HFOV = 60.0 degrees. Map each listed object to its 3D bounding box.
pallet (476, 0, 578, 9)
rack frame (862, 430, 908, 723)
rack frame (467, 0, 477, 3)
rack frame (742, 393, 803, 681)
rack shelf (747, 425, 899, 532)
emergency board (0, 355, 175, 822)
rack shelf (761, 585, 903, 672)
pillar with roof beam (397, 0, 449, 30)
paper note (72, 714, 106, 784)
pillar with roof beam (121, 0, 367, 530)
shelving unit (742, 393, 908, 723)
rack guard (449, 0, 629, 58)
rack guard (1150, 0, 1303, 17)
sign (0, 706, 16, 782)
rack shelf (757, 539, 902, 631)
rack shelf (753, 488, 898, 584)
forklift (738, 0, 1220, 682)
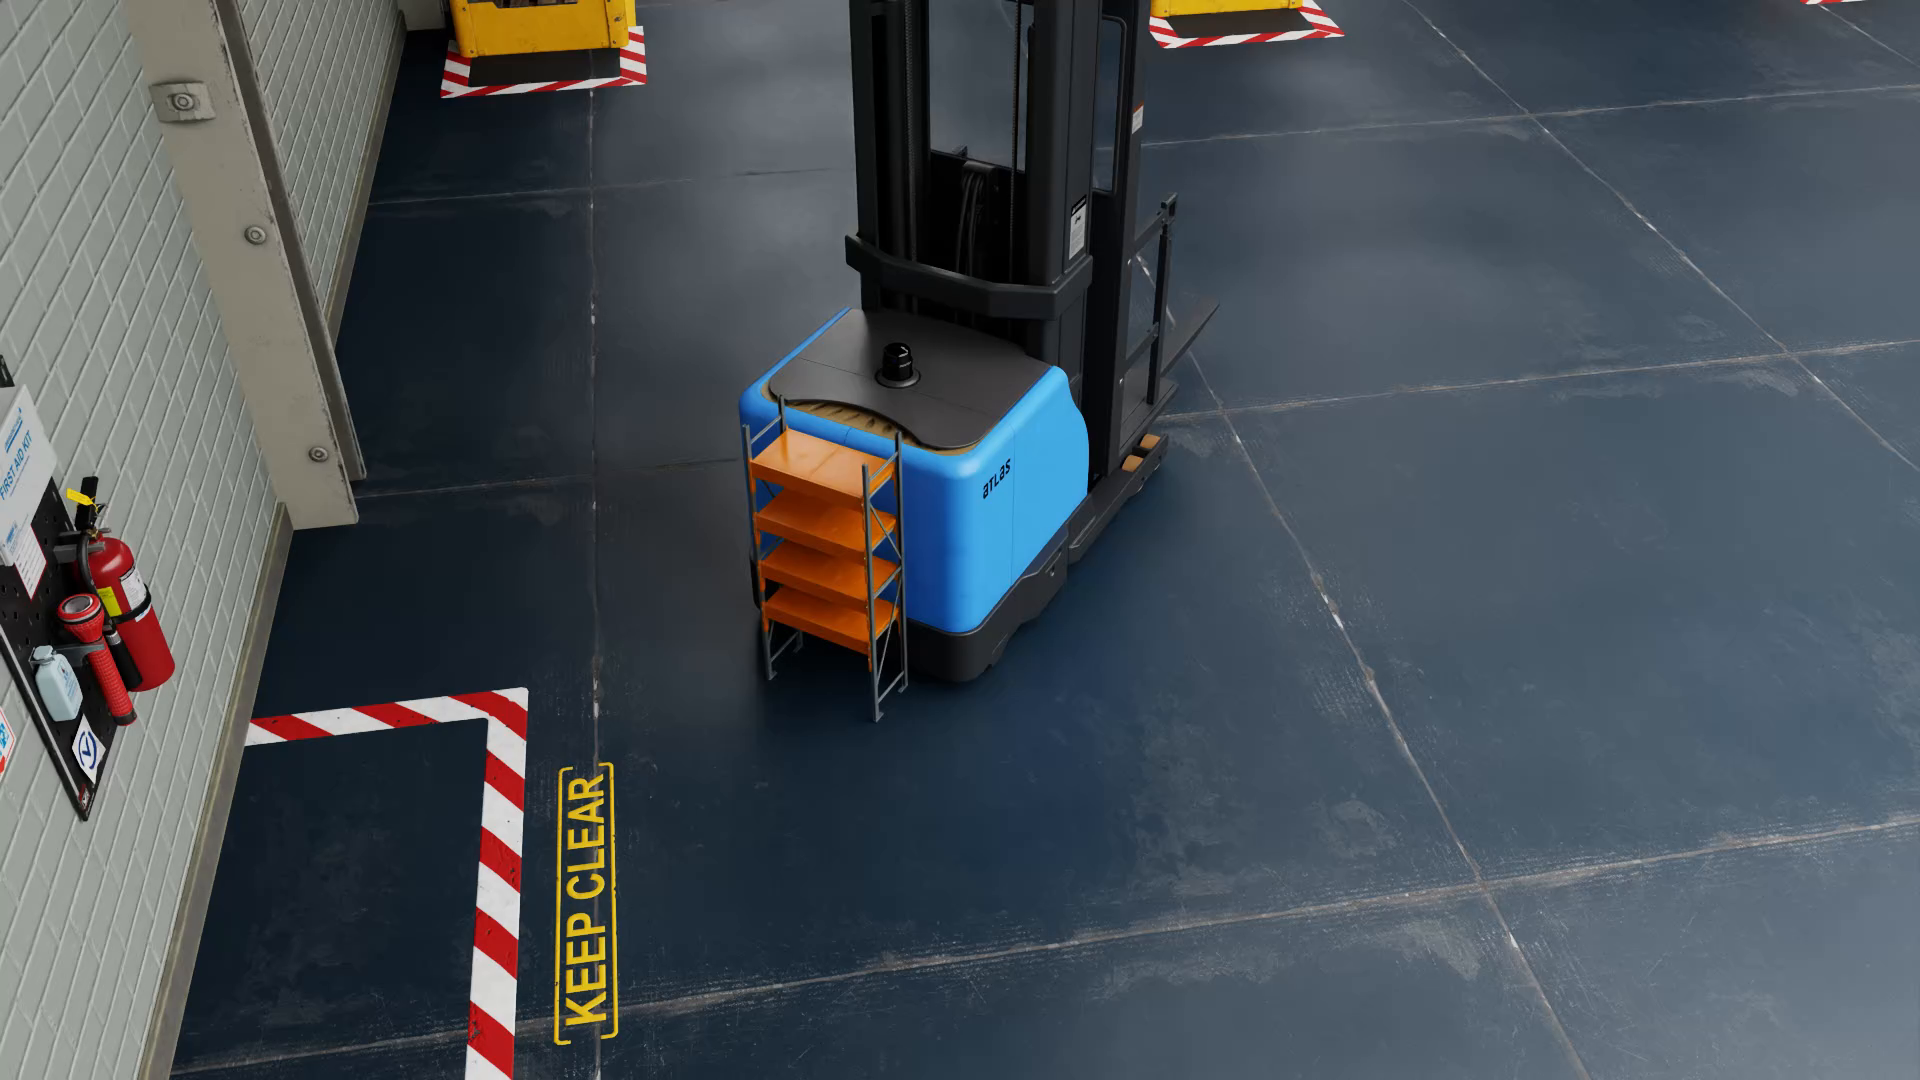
[{"bbox_3d":[-3.047,-4.096,12.350,1.003,0.211,1.213,-6,38,-8],"label":"pallet"},{"bbox_3d":[-0.269,0.158,6.069,0.015,1.200,0.240,19,42,22],"label":"rack frame"},{"bbox_3d":[-2.926,-4.656,10.799,1.000,3.000,0.127,-6,38,-8],"label":"rack frame"},{"bbox_3d":[-0.697,0.014,6.254,0.015,1.200,0.240,19,42,22],"label":"rack frame"},{"bbox_3d":[-0.483,-0.224,5.920,0.480,0.148,0.258,19,42,22],"label":"rack shelf"},{"bbox_3d":[-2.453,0.135,4.632,0.194,1.169,0.643,-6,38,-8],"label":"emergency board"},{"bbox_3d":[-0.483,0.296,6.324,0.480,0.148,0.258,19,42,22],"label":"rack shelf"},{"bbox_3d":[0.338,-7.818,9.979,9.100,9.000,0.400,-6,38,-8],"label":"pillar with roof beam"},{"bbox_3d":[-2.490,0.597,4.755,0.016,0.148,0.142,-6,38,-8],"label":"paper note"},{"bbox_3d":[1.390,-4.194,5.314,9.100,9.000,0.400,-6,38,-8],"label":"pillar with roof beam"},{"bbox_3d":[-0.483,0.086,6.161,0.503,1.200,0.258,19,42,22],"label":"shelving unit"},{"bbox_3d":[-2.940,-3.715,11.625,1.175,0.500,0.348,-6,38,-8],"label":"rack guard"},{"bbox_3d":[1.954,-4.190,12.236,1.175,0.500,0.348,-6,38,-8],"label":"rack guard"},{"bbox_3d":[-2.458,0.466,4.177,0.001,0.329,0.234,-6,38,-8],"label":"sign"},{"bbox_3d":[-0.483,0.139,6.202,0.480,0.148,0.258,19,42,22],"label":"rack shelf"},{"bbox_3d":[-0.483,-0.037,6.065,0.480,0.148,0.258,19,42,22],"label":"rack shelf"},{"bbox_3d":[0.303,-1.497,6.787,1.130,2.935,3.031,19,42,22],"label":"forklift"}]
